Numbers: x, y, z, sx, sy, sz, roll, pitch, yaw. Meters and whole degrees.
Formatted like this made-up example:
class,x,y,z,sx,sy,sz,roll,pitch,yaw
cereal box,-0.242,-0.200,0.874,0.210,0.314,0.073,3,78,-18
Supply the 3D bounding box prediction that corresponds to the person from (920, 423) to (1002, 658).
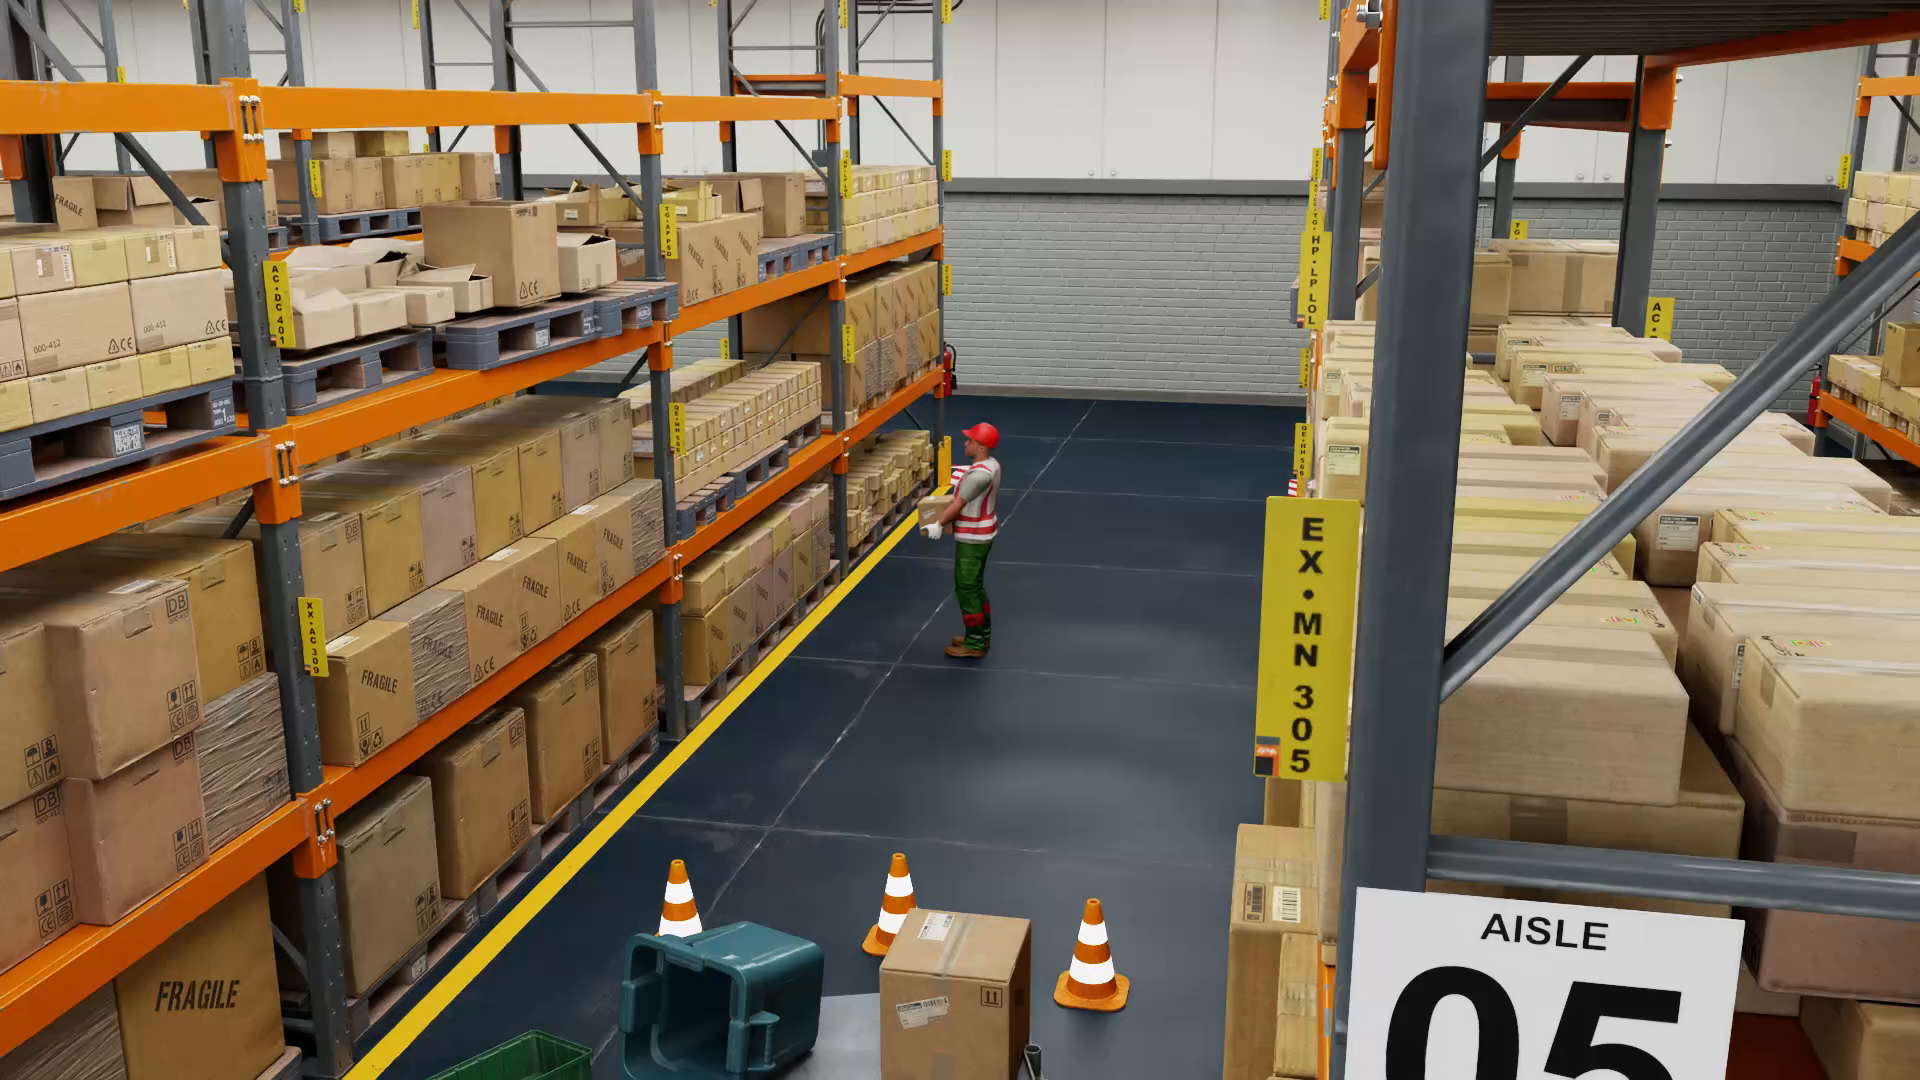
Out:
class,x,y,z,sx,sy,sz,roll,pitch,yaw
person,0.007,-0.010,12.515,0.574,1.782,0.493,3,15,11
